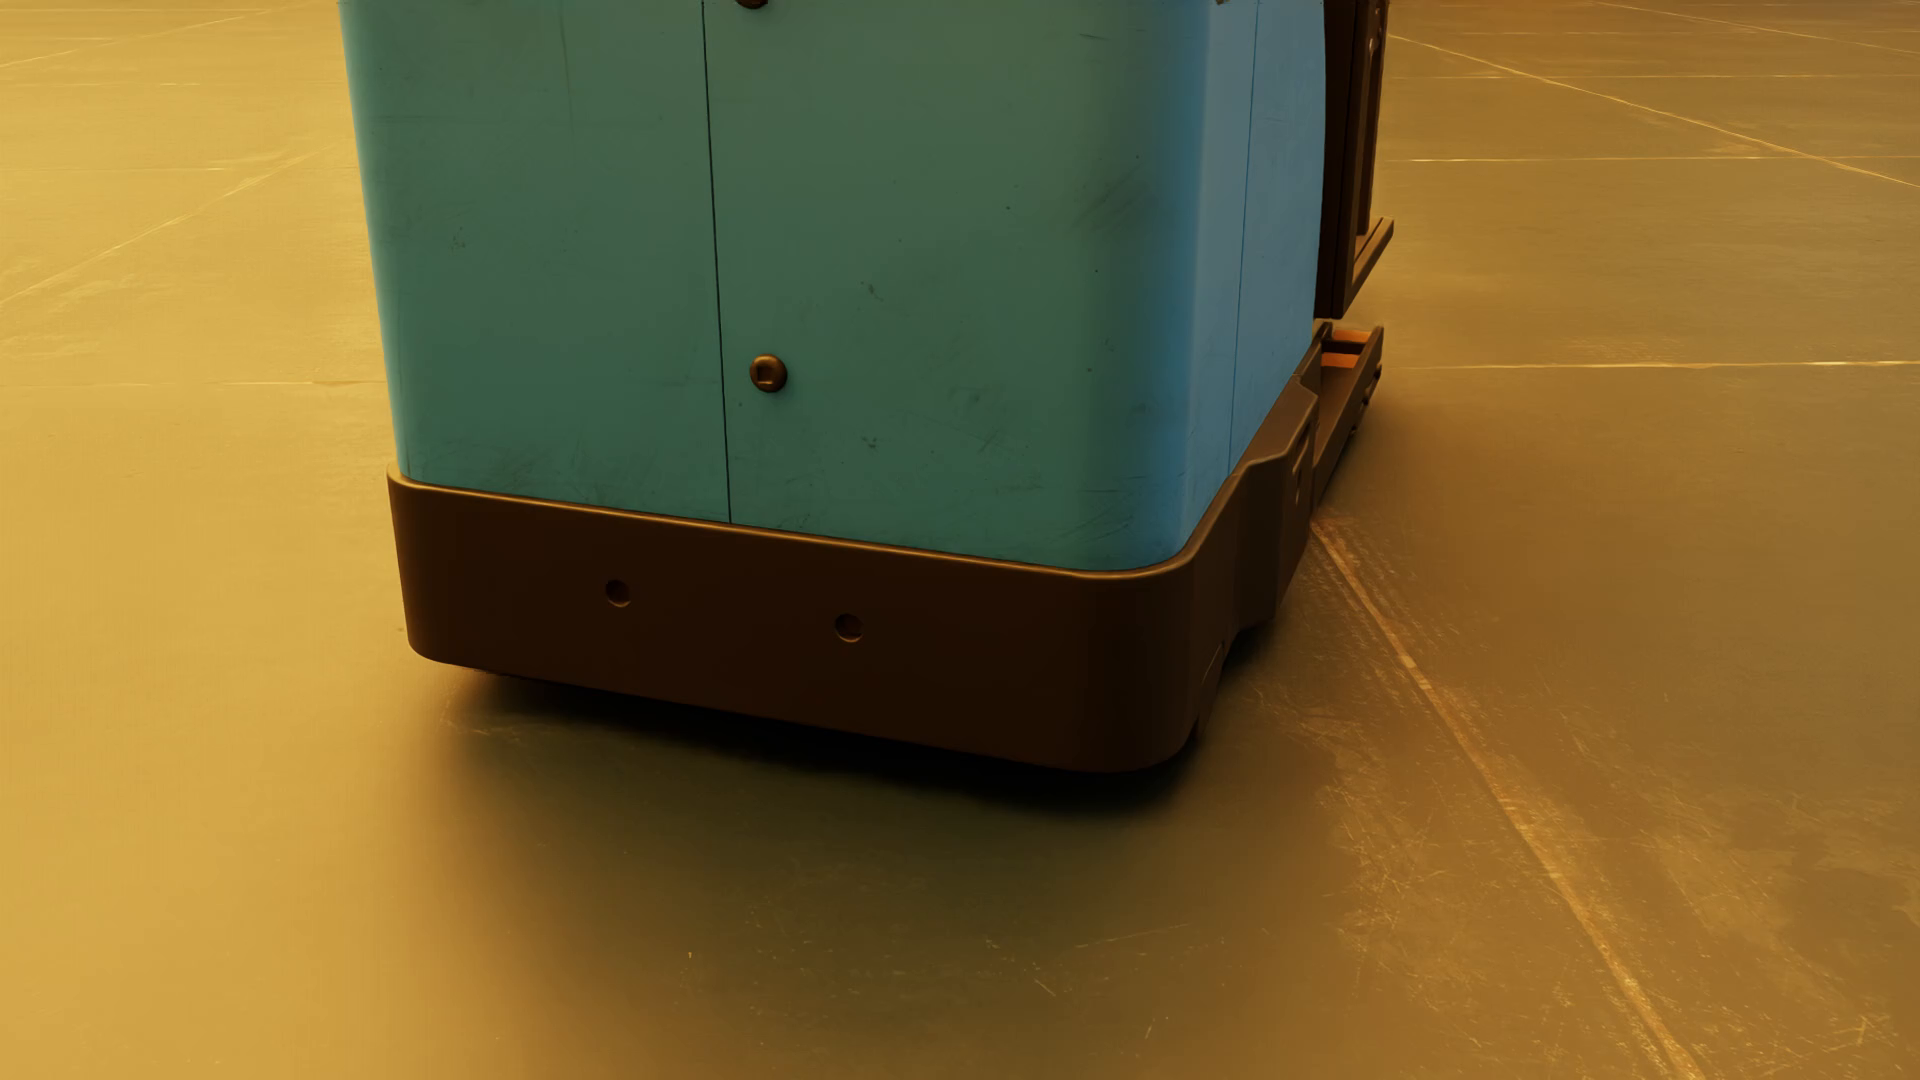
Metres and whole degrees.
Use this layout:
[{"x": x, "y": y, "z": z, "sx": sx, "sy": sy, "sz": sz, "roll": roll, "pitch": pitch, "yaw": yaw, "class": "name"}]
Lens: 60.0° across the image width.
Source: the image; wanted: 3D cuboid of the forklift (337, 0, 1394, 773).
[{"x": 0.238, "y": -1.609, "z": 2.824, "sx": 1.130, "sy": 2.935, "sz": 3.031, "roll": 7, "pitch": 23, "yaw": 18, "class": "forklift"}]
